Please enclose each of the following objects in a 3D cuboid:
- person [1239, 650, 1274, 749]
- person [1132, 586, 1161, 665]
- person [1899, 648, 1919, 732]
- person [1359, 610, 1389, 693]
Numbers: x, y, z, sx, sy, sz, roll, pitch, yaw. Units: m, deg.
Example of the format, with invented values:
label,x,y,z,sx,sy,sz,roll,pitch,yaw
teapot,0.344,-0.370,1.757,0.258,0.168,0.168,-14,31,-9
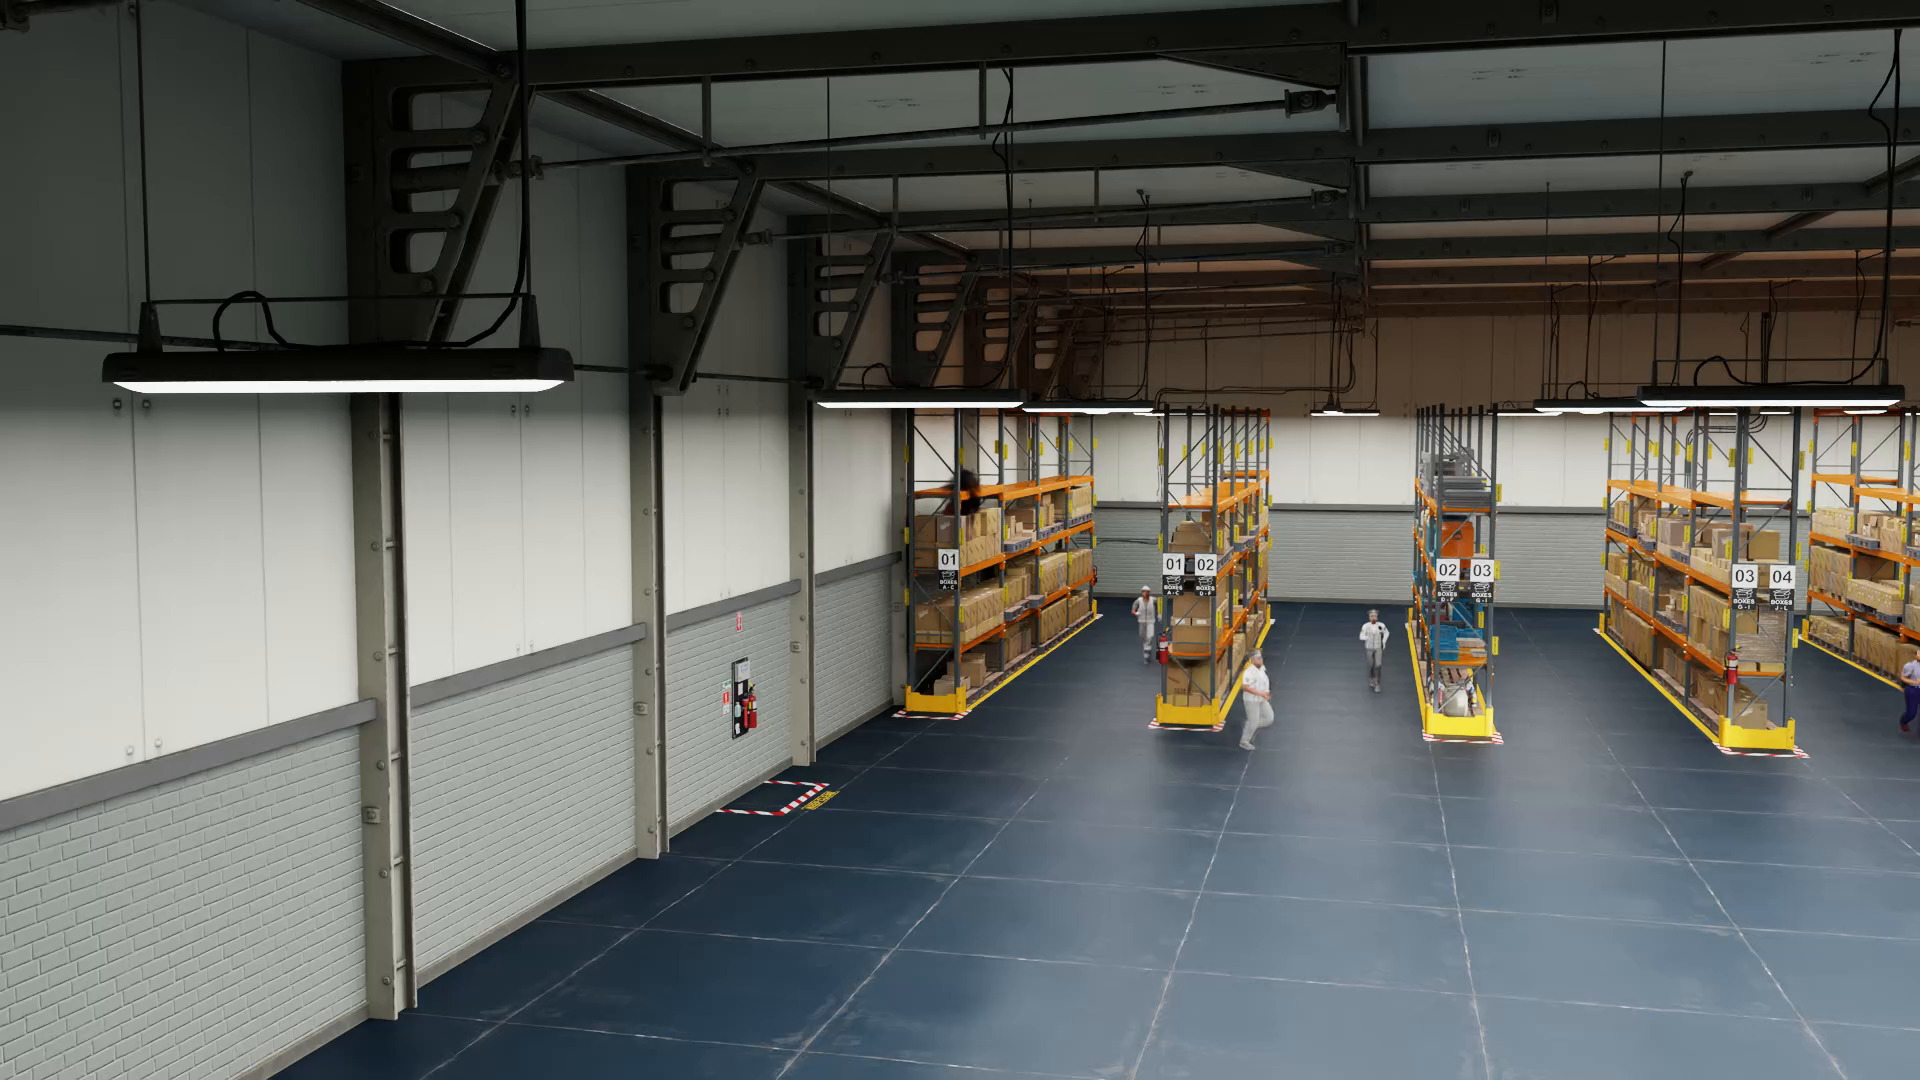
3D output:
label,x,y,z,sx,sy,sz,roll,pitch,yaw
person,5.174,2.760,28.788,0.699,1.743,0.672,-4,5,-41
person,4.388,1.997,39.130,0.690,1.848,0.913,1,4,10
person,17.085,2.774,29.692,0.636,1.676,0.895,0,4,1
person,8.725,2.340,35.060,0.594,1.741,0.753,1,4,16
